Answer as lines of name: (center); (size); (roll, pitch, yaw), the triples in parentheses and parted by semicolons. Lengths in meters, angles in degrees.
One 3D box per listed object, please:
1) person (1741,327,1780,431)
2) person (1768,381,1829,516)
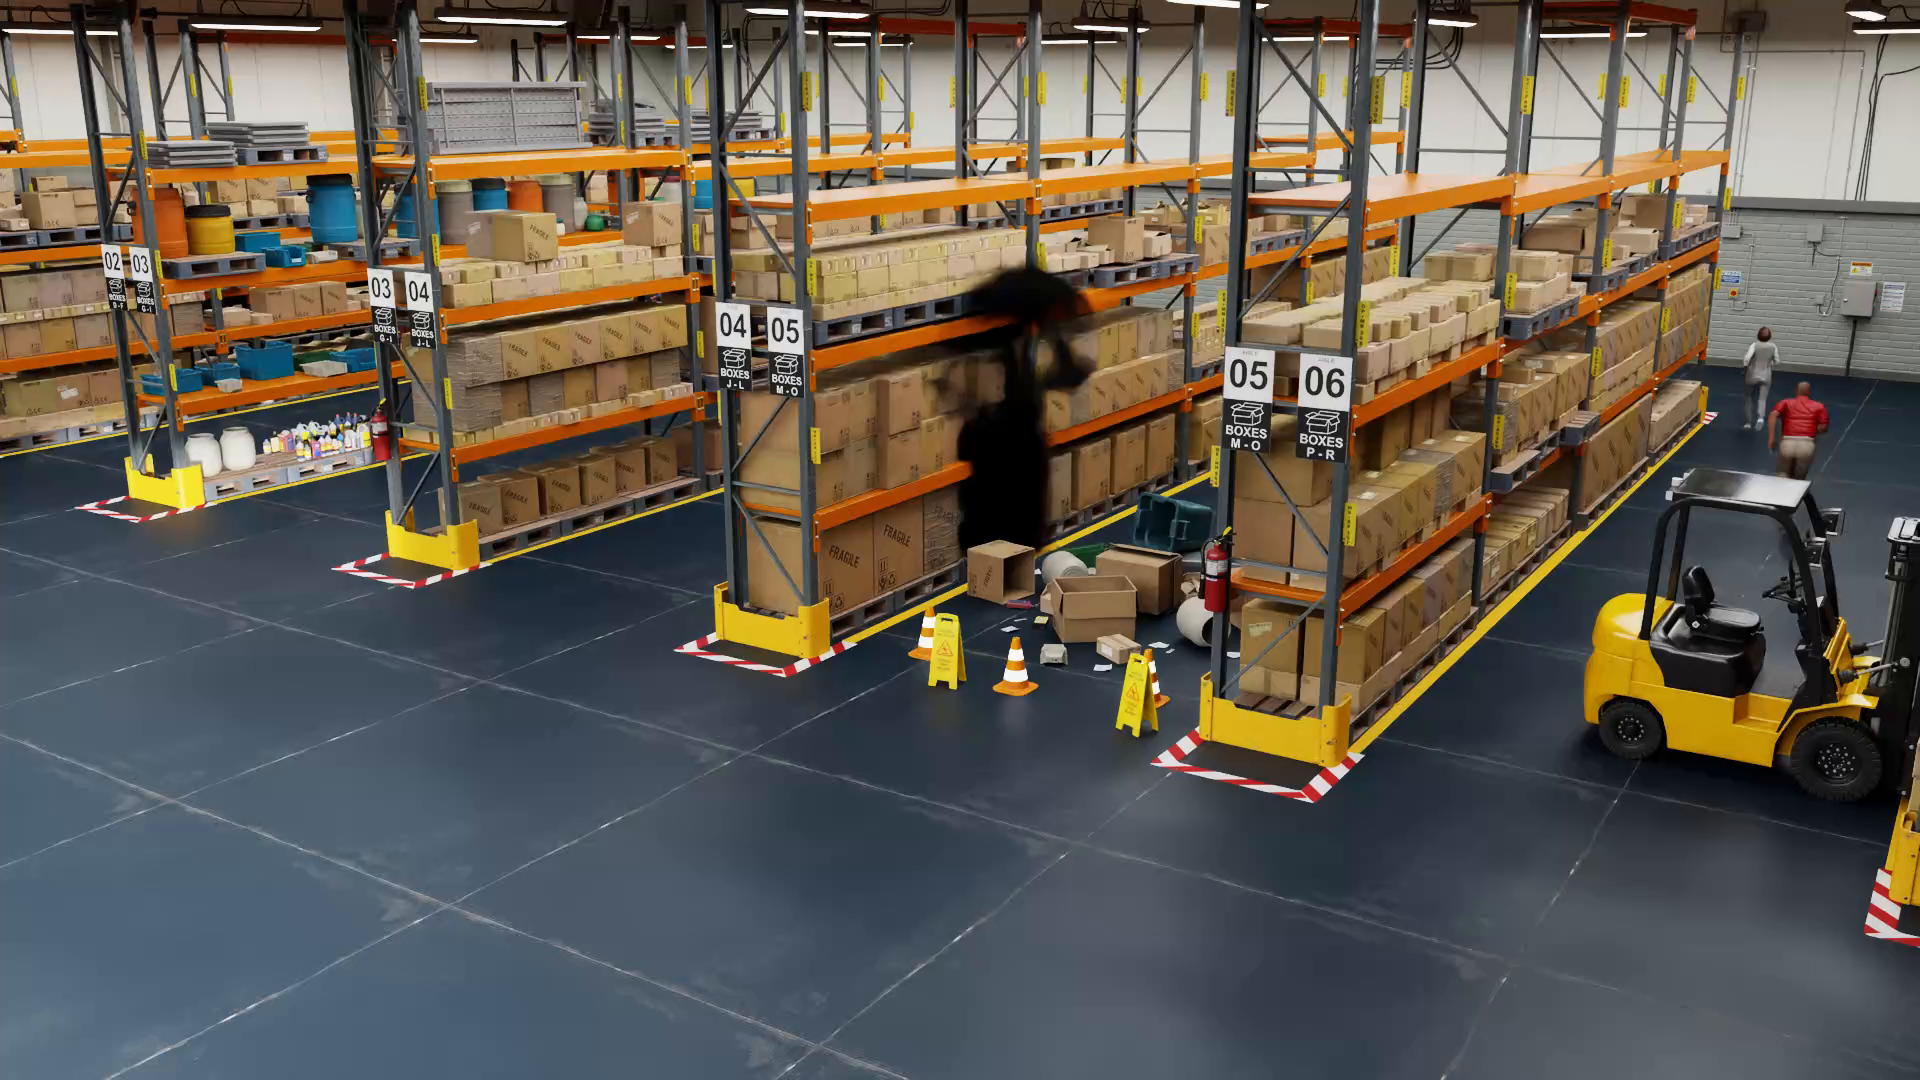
person: (11.879, -2.362, 24.716); (0.527, 1.586, 0.882); (4, 16, 14)
person: (10.062, -1.071, 20.054); (0.653, 1.656, 0.752); (8, 17, 27)
